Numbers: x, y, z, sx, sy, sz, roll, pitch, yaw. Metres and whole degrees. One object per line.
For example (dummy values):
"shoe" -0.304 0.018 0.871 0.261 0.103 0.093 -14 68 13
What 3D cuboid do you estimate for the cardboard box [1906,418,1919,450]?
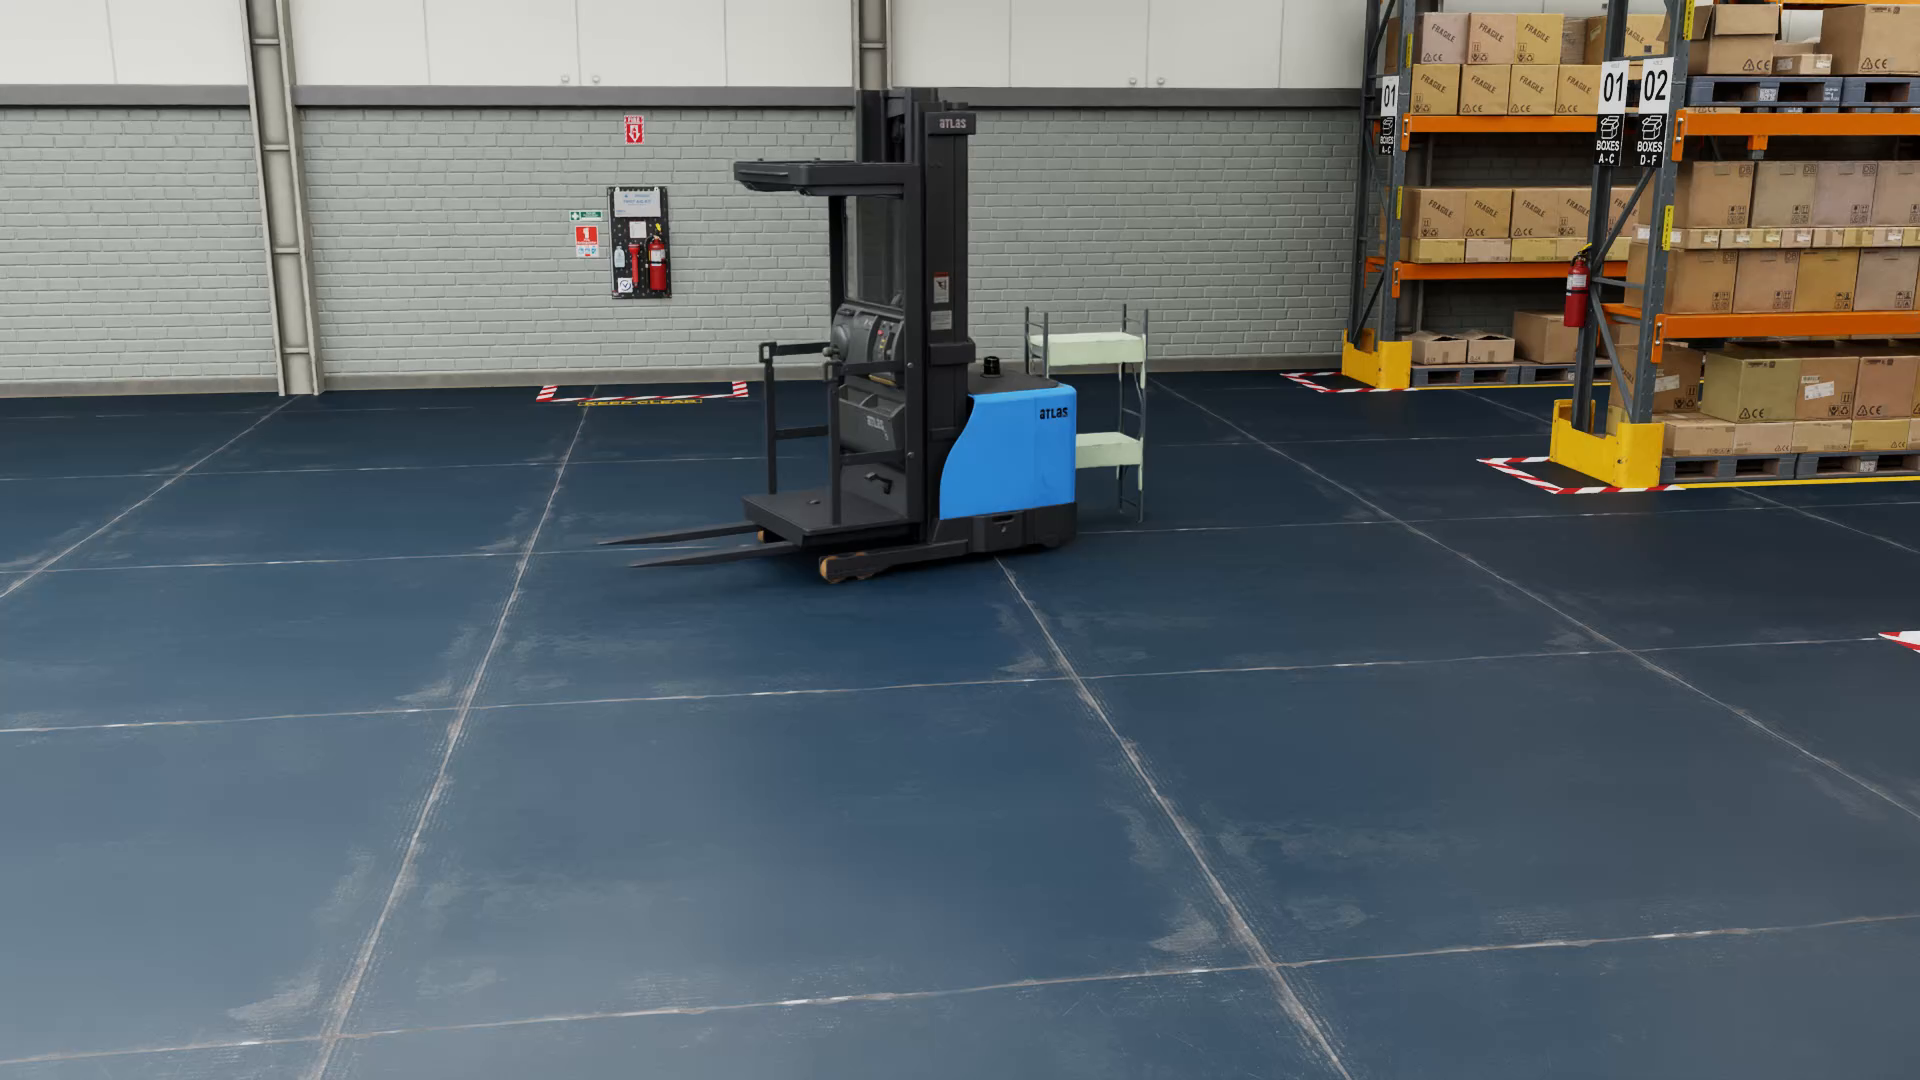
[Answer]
"cardboard box" 7.731 -0.906 13.458 0.500 0.250 0.500 -2 14 -8

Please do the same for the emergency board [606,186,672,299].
"emergency board" -3.371 -3.125 17.516 0.643 1.169 0.194 -2 14 -8

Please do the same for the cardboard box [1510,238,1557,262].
"cardboard box" 5.994 -3.107 17.711 0.500 0.250 0.500 -2 14 -9

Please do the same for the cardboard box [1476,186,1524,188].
"cardboard box" 5.892 -3.594 18.112 0.500 0.500 0.500 -2 14 -10

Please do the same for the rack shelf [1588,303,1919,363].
"rack shelf" 7.167 -1.722 13.399 4.000 0.370 1.077 -2 14 -8

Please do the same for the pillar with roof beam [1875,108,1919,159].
"pillar with roof beam" 11.585 -5.515 14.712 0.400 9.000 9.100 -2 14 -8

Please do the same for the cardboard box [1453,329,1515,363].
"cardboard box" 5.709 -2.123 18.143 0.500 0.311 0.500 -1 14 -4

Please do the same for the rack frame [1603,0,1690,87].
"rack frame" 5.189 -4.908 12.292 0.127 3.000 1.000 -2 14 -8

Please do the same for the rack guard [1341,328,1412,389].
"rack guard" 4.523 -1.980 18.088 0.348 0.500 1.175 -2 14 -8

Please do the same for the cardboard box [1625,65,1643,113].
"cardboard box" 6.896 -4.725 17.484 0.500 0.500 0.500 -3 14 -11

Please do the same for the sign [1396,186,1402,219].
"sign" 4.529 -3.479 17.147 0.005 0.325 0.100 -2 14 -8

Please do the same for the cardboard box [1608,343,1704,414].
"cardboard box" 5.675 -1.323 13.577 0.500 0.500 0.500 -2 14 -8

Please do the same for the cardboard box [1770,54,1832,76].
"cardboard box" 6.379 -3.603 12.621 0.250 0.149 0.380 -2 14 -8

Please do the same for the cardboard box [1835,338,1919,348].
"cardboard box" 7.651 -1.399 13.881 0.500 0.500 0.500 -2 14 -8

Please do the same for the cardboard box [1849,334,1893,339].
"cardboard box" 10.143 -2.406 18.882 0.500 0.500 0.700 -2 14 -8

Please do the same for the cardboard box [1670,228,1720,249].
"cardboard box" 5.610 -2.324 12.781 0.250 0.149 0.380 -2 14 -9

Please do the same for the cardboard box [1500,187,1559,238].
"cardboard box" 5.967 -3.468 17.609 0.500 0.500 0.500 -3 14 -10

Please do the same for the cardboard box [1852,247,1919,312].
"cardboard box" 7.183 -2.117 13.292 0.500 0.500 0.700 -2 14 -7

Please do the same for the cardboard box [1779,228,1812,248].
"cardboard box" 6.367 -2.351 12.891 0.250 0.149 0.380 -2 14 -9

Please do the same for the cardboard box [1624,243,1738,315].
"cardboard box" 5.653 -2.060 13.065 0.500 0.500 0.700 -2 14 -8

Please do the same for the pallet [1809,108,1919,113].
"pallet" 10.055 -4.733 18.149 1.003 0.211 1.213 -2 14 -8

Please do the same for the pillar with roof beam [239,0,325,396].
"pillar with roof beam" -6.214 -4.862 12.111 0.400 9.000 9.100 -2 14 -8

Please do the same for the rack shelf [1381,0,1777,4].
"rack shelf" 6.425 -5.821 17.420 4.000 0.370 1.077 -2 14 -8

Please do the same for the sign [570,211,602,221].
"sign" -3.928 -3.402 17.459 0.331 0.109 0.001 -2 14 -8

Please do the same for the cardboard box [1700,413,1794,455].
"cardboard box" 6.247 -0.853 13.246 0.500 0.250 0.500 -2 14 -8

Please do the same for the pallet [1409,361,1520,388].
"pallet" 5.332 -1.861 18.207 1.213 0.211 1.003 -2 14 -8

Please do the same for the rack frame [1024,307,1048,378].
"rack frame" 0.518 -0.837 11.478 0.023 1.500 0.400 -5 15 -18

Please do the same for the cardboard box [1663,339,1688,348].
"cardboard box" 7.879 -2.147 18.536 0.250 0.166 0.380 -4 15 -16

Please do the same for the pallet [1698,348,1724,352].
"pallet" 9.173 -2.010 18.804 1.213 0.211 1.003 -2 14 -8

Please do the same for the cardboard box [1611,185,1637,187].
"cardboard box" 7.395 -3.650 18.337 0.500 0.500 0.500 -2 14 -9

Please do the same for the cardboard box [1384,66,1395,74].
"cardboard box" 4.823 -4.779 17.697 0.500 0.500 0.500 -1 14 -4

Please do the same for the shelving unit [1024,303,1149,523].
"shelving unit" 0.865 -0.865 11.589 0.755 1.500 0.431 -5 15 -18

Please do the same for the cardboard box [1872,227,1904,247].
"cardboard box" 7.130 -2.379 13.003 0.250 0.149 0.380 -2 14 -8

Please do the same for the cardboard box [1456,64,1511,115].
"cardboard box" 5.352 -4.665 17.245 0.500 0.500 0.500 -1 14 -5

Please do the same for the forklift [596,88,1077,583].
"forklift" -0.765 -1.303 10.394 3.031 2.935 1.130 -8 16 -28

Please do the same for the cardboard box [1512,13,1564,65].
"cardboard box" 5.874 -5.170 17.203 0.500 0.500 0.500 -2 14 -7

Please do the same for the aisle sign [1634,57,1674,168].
"aisle sign" 5.170 -3.183 12.403 0.004 0.787 0.394 -2 14 -8

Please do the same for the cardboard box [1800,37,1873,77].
"cardboard box" 6.839 -3.807 13.100 0.500 0.311 0.500 0 14 -2

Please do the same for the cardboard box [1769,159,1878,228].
"cardboard box" 6.723 -2.730 13.070 0.500 0.500 0.700 -2 14 -8

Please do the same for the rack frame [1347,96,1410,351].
"rack frame" 4.448 -3.189 17.773 0.127 3.000 1.000 -2 14 -8

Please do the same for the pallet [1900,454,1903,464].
"pallet" 8.352 -0.772 13.865 1.213 0.211 1.003 -2 14 -8

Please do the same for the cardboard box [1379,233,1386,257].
"cardboard box" 4.881 -3.190 18.042 0.500 0.250 0.500 -2 14 -7

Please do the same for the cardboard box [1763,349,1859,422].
"cardboard box" 6.740 -1.237 13.237 0.500 0.500 0.500 -2 14 -8

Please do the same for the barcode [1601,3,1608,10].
"barcode" 6.965 -5.764 17.967 0.075 0.075 0.001 -2 14 -8

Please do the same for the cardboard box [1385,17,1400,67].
"cardboard box" 4.835 -5.266 17.585 0.500 0.500 0.500 -1 14 -6
